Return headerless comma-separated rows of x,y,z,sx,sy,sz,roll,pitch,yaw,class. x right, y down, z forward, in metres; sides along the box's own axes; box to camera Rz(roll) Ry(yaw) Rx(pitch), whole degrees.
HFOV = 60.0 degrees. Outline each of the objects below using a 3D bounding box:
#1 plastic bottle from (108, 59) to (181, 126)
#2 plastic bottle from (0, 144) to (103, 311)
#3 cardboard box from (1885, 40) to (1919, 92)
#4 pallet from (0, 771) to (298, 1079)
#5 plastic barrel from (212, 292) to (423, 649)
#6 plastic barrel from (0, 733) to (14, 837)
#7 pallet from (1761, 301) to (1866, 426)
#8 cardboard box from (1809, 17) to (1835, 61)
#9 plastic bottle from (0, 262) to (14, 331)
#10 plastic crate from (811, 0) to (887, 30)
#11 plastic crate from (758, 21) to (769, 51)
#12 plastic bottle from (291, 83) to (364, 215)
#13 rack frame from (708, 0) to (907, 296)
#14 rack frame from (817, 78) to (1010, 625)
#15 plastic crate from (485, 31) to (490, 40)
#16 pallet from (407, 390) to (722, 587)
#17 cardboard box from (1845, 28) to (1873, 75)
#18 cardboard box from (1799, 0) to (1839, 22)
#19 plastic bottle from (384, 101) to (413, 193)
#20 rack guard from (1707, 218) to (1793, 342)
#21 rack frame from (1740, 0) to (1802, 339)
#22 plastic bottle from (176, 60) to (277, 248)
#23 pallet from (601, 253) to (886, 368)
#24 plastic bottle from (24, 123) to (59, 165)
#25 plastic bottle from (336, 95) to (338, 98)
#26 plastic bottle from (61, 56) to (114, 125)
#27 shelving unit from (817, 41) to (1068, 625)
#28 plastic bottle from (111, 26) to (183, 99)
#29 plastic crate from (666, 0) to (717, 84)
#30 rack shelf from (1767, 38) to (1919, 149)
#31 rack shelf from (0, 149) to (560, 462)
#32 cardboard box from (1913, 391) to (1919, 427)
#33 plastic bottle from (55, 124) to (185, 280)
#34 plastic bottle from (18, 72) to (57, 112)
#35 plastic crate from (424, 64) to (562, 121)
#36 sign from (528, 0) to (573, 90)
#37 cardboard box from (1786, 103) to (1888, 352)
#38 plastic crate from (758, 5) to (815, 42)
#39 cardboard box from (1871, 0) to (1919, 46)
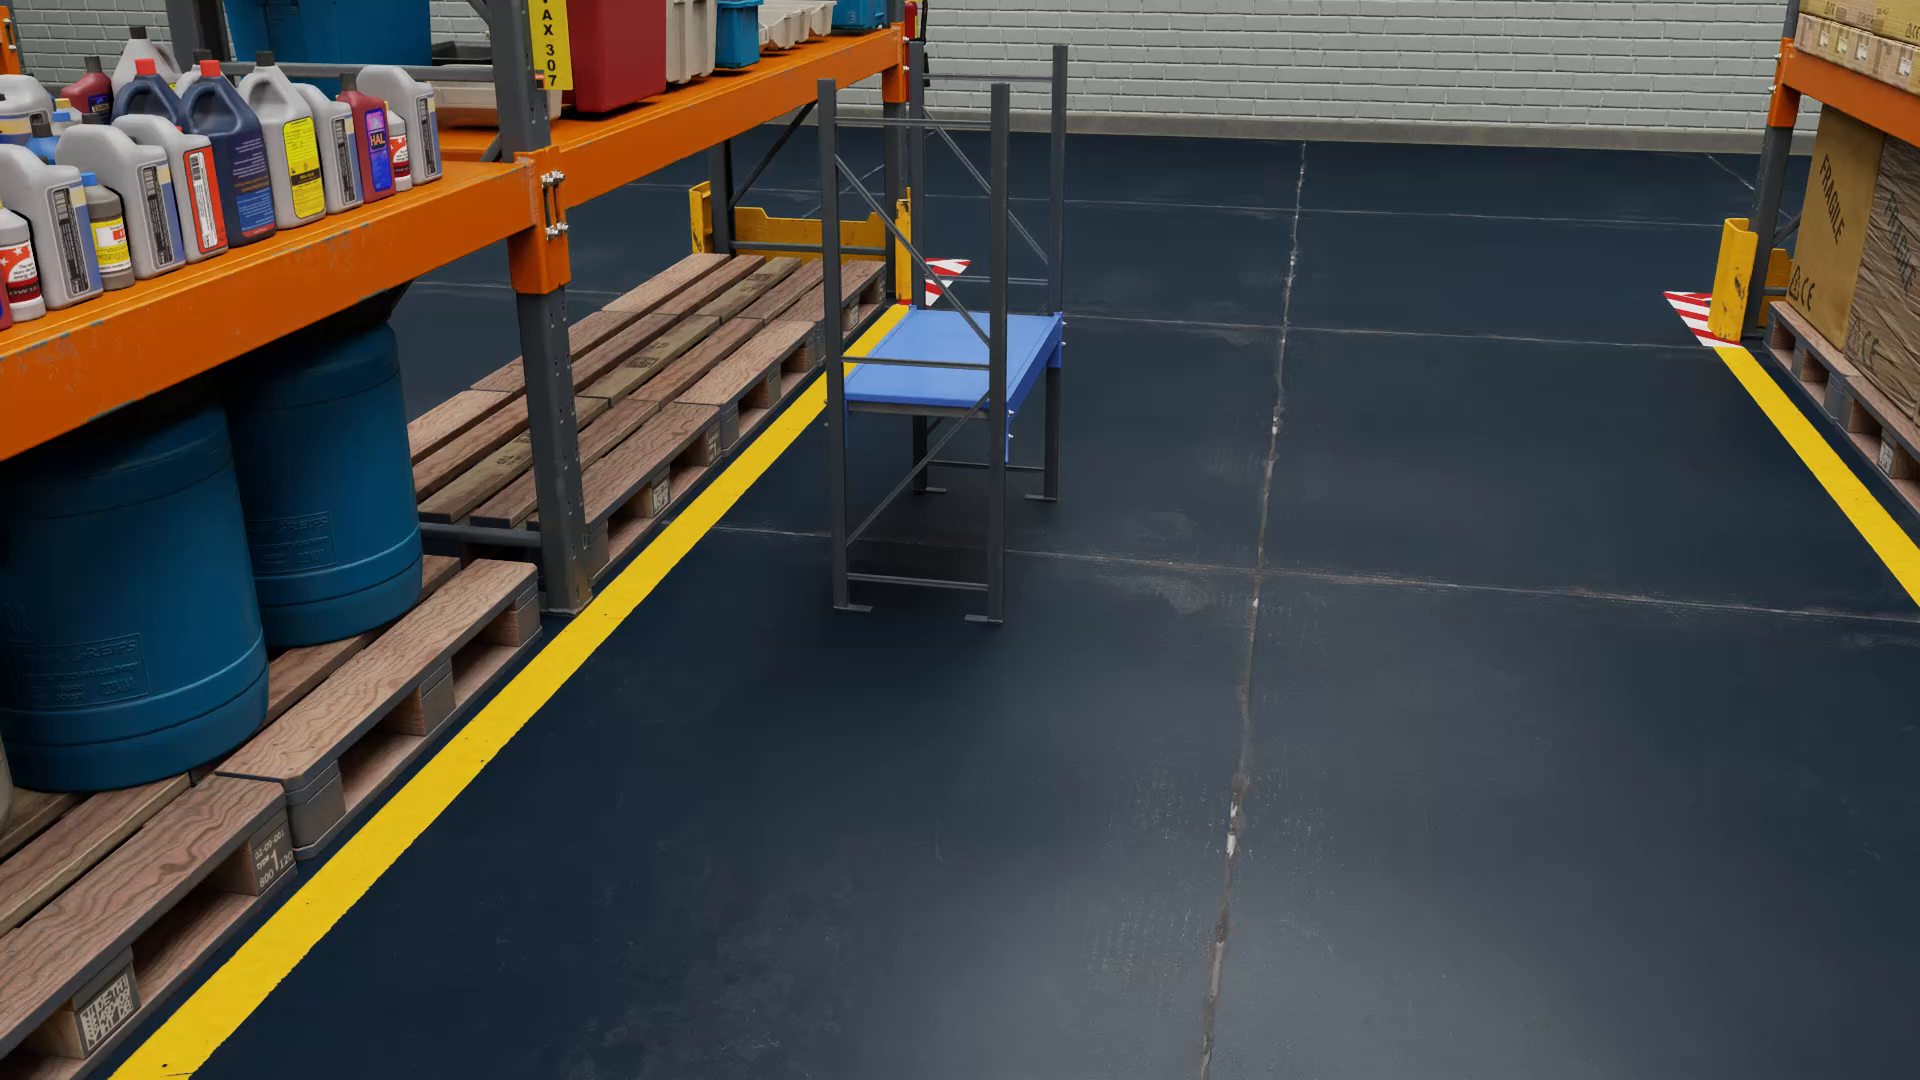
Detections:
-1.629,-0.786,3.356,0.144,0.351,0.185,4,22,11,plastic bottle
-1.599,-0.548,2.865,0.152,0.276,0.135,4,22,11,plastic bottle
3.426,-1.620,5.698,0.380,0.149,0.250,4,22,10,cardboard box
-2.028,0.793,3.101,1.003,0.211,1.213,4,22,11,pallet
-1.711,-0.250,4.207,0.600,0.901,0.708,4,22,11,plastic barrel
-2.058,0.389,3.141,0.421,0.512,0.421,0,22,0,plastic barrel
3.995,-0.720,6.859,1.003,0.211,1.213,4,22,11,pallet
3.635,-1.997,6.633,0.380,0.149,0.250,4,22,10,cardboard box
-1.602,-0.463,2.645,0.061,0.283,0.133,4,22,11,plastic bottle
-0.652,-2.597,7.659,0.616,0.435,0.499,4,22,11,plastic crate
-0.904,-1.965,6.489,0.298,0.136,0.250,4,22,11,plastic crate
-1.422,-0.867,3.656,0.152,0.276,0.135,4,22,11,plastic bottle
-0.767,-2.689,8.016,1.000,3.000,0.127,4,22,11,rack frame
-0.121,-0.479,4.534,0.500,1.500,0.032,4,22,11,rack frame
-1.522,-1.792,6.060,0.293,0.136,0.466,4,22,11,plastic crate
-1.471,-0.205,5.580,1.003,0.211,1.213,4,22,11,pallet
3.531,-1.808,6.163,0.380,0.149,0.250,4,22,10,cardboard box
3.720,-2.225,6.666,0.500,0.250,0.500,4,22,9,cardboard box
-1.344,-0.921,3.891,0.097,0.201,0.097,0,22,0,plastic bottle
4.087,-1.161,7.568,1.175,0.500,0.348,4,22,11,rack guard
4.082,-2.312,7.079,1.000,3.000,0.127,4,22,11,rack frame
-1.488,-0.775,3.329,0.144,0.351,0.185,4,22,11,plastic bottle
-0.973,-1.097,7.796,1.003,0.211,1.213,4,22,11,pallet
-1.678,-0.634,3.084,0.097,0.271,0.097,0,22,0,plastic bottle
-1.473,-0.968,4.009,0.097,0.201,0.097,0,22,0,plastic bottle
-2.103,-1.022,4.032,0.061,0.283,0.133,4,22,11,plastic bottle
-0.017,-0.665,4.996,0.538,1.500,1.048,4,22,11,shelving unit
-1.980,-1.085,4.098,0.144,0.351,0.185,4,22,11,plastic bottle
-1.091,-1.744,5.747,0.437,0.282,0.530,4,22,11,plastic crate
3.674,-1.247,5.397,1.077,0.370,4.000,4,22,11,rack shelf
-1.991,-0.161,2.702,1.077,0.370,4.000,4,22,11,rack shelf
3.662,-0.623,5.166,0.875,0.875,0.875,4,22,11,cardboard box
-1.552,-0.633,3.076,0.152,0.276,0.135,4,22,11,plastic bottle
-2.128,-0.937,3.838,0.097,0.271,0.097,0,22,0,plastic bottle
-1.348,-1.291,4.818,0.396,0.136,0.243,4,22,11,plastic crate
-1.045,-1.312,4.226,0.100,0.325,0.005,4,22,11,sign
4.030,-1.281,6.801,0.875,0.875,0.875,4,22,11,cardboard box
-0.829,-2.178,7.019,0.396,0.136,0.243,4,22,11,plastic crate
3.514,-1.851,5.737,0.500,0.250,0.500,4,22,9,cardboard box
